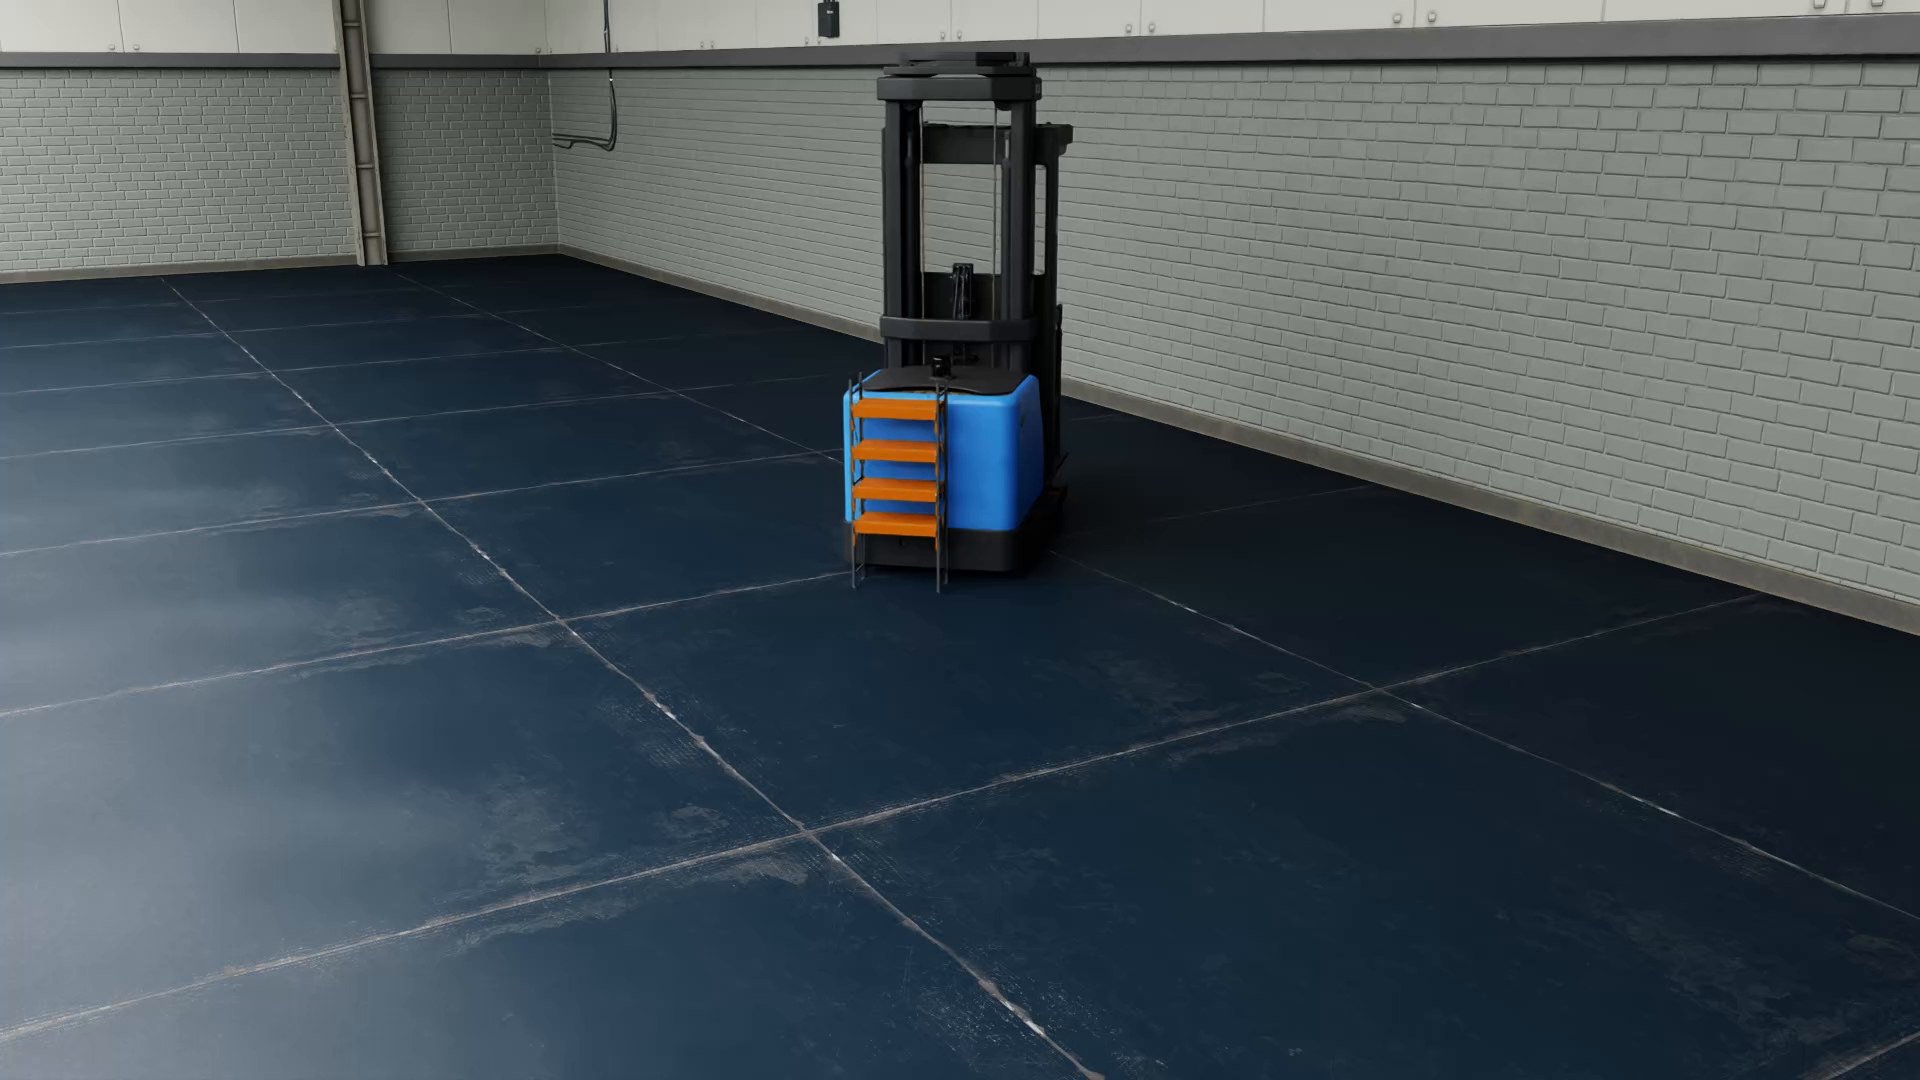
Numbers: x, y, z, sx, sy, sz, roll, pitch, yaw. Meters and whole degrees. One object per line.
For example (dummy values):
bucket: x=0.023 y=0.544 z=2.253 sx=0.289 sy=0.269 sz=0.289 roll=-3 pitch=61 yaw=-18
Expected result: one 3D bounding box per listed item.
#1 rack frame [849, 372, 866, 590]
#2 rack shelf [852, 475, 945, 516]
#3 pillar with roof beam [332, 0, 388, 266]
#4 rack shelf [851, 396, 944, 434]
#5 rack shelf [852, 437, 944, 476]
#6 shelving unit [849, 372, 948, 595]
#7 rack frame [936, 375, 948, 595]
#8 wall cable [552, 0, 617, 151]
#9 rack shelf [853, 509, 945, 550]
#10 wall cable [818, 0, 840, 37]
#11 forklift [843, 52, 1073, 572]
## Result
rack frame: x=-0.578 y=-0.329 z=9.361 sx=0.015 sy=1.200 sz=0.240 roll=3 pitch=16 yaw=11
rack shelf: x=-0.339 y=-0.252 z=9.334 sx=0.480 sy=0.148 sz=0.258 roll=3 pitch=16 yaw=11
pillar with roof beam: x=-6.782 y=-7.561 z=20.711 sx=0.400 sy=9.000 sz=9.100 roll=-9 pitch=18 yaw=-30
rack shelf: x=-0.339 y=-0.695 z=9.209 sx=0.480 sy=0.148 sz=0.258 roll=3 pitch=16 yaw=11
rack shelf: x=-0.339 y=-0.467 z=9.273 sx=0.480 sy=0.148 sz=0.258 roll=3 pitch=16 yaw=11
shelving unit: x=-0.339 y=-0.316 z=9.315 sx=0.503 sy=1.200 sz=0.258 roll=3 pitch=16 yaw=11
rack frame: x=-0.099 y=-0.304 z=9.270 sx=0.015 sy=1.200 sz=0.240 roll=3 pitch=16 yaw=11
wall cable: x=-5.793 y=-7.166 z=25.053 sx=0.112 sy=2.526 sz=3.097 roll=-9 pitch=18 yaw=-30
rack shelf: x=-0.339 y=-0.060 z=9.387 sx=0.480 sy=0.148 sz=0.258 roll=3 pitch=16 yaw=11
wall cable: x=-0.917 y=-8.100 z=16.332 sx=0.169 sy=6.003 sz=2.305 roll=-9 pitch=18 yaw=-30
forklift: x=0.109 y=-1.584 z=10.629 sx=1.130 sy=2.935 sz=3.031 roll=3 pitch=16 yaw=11
